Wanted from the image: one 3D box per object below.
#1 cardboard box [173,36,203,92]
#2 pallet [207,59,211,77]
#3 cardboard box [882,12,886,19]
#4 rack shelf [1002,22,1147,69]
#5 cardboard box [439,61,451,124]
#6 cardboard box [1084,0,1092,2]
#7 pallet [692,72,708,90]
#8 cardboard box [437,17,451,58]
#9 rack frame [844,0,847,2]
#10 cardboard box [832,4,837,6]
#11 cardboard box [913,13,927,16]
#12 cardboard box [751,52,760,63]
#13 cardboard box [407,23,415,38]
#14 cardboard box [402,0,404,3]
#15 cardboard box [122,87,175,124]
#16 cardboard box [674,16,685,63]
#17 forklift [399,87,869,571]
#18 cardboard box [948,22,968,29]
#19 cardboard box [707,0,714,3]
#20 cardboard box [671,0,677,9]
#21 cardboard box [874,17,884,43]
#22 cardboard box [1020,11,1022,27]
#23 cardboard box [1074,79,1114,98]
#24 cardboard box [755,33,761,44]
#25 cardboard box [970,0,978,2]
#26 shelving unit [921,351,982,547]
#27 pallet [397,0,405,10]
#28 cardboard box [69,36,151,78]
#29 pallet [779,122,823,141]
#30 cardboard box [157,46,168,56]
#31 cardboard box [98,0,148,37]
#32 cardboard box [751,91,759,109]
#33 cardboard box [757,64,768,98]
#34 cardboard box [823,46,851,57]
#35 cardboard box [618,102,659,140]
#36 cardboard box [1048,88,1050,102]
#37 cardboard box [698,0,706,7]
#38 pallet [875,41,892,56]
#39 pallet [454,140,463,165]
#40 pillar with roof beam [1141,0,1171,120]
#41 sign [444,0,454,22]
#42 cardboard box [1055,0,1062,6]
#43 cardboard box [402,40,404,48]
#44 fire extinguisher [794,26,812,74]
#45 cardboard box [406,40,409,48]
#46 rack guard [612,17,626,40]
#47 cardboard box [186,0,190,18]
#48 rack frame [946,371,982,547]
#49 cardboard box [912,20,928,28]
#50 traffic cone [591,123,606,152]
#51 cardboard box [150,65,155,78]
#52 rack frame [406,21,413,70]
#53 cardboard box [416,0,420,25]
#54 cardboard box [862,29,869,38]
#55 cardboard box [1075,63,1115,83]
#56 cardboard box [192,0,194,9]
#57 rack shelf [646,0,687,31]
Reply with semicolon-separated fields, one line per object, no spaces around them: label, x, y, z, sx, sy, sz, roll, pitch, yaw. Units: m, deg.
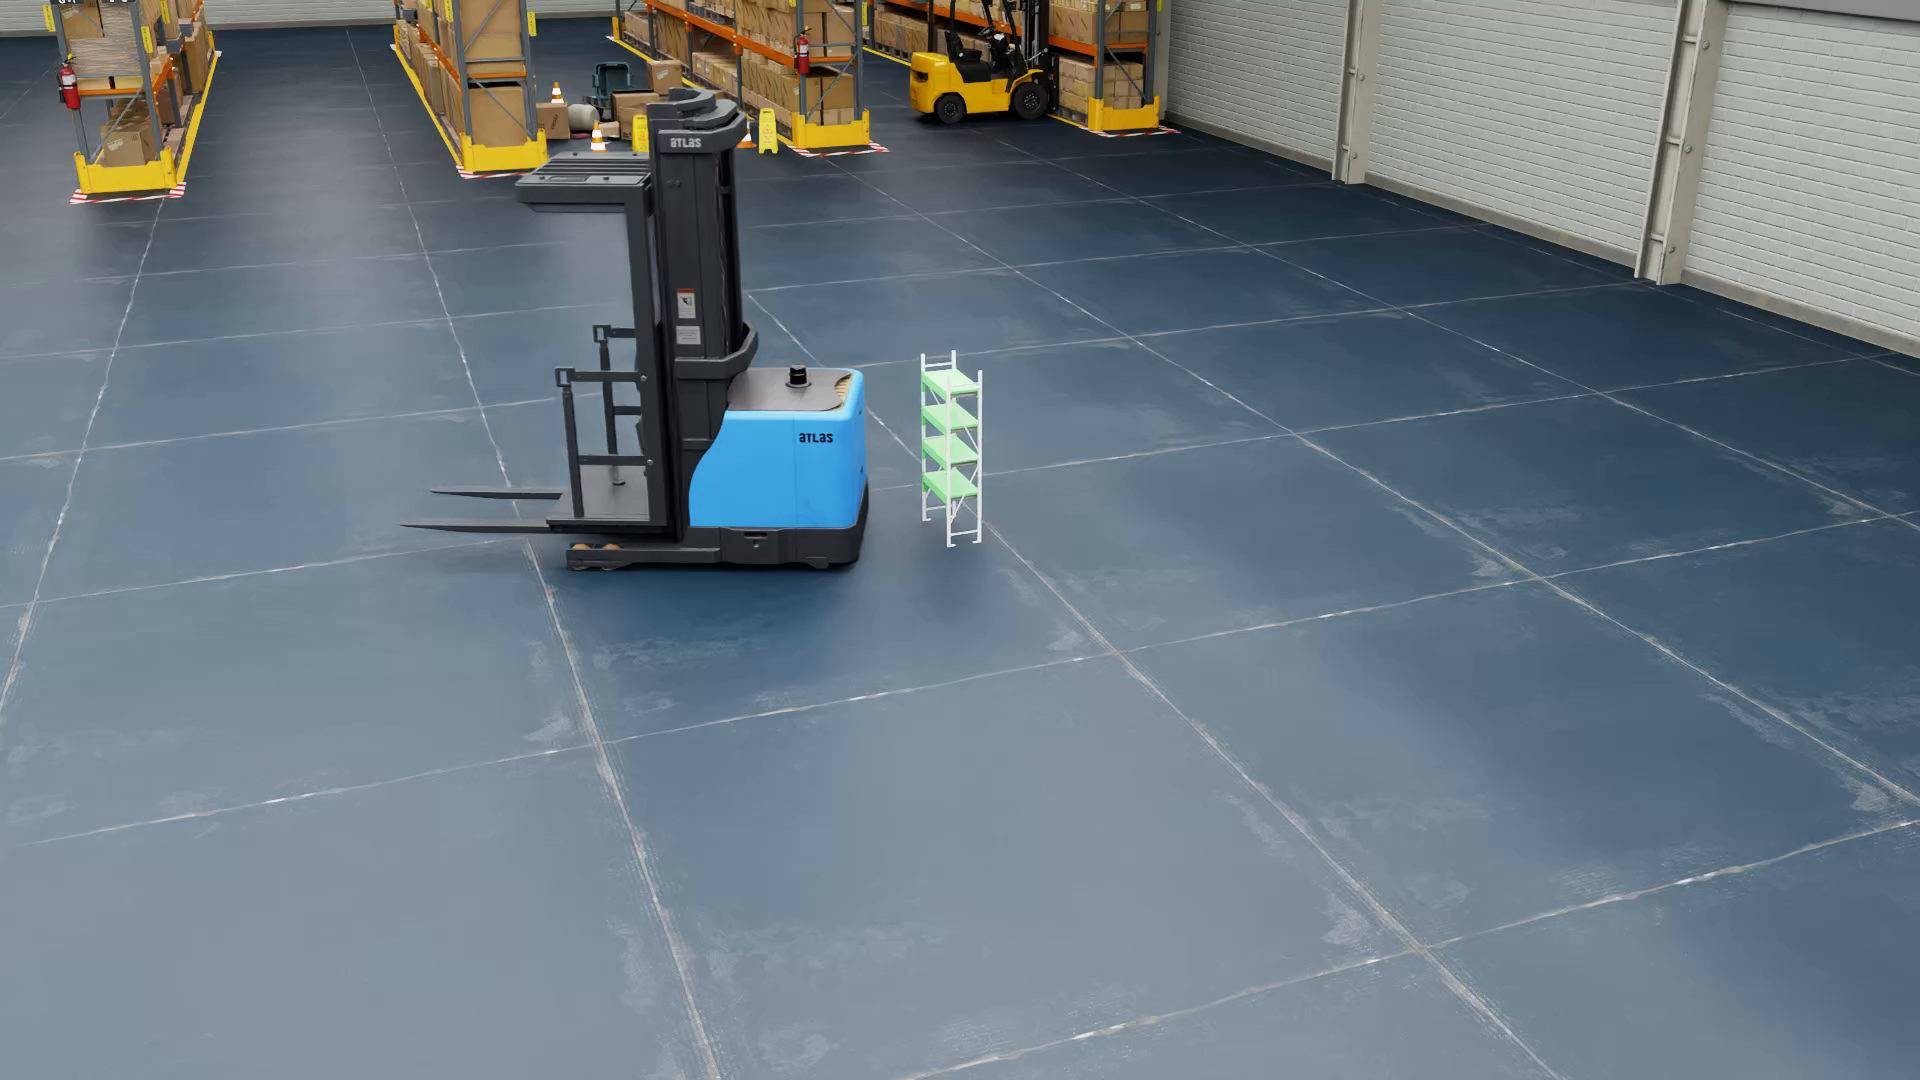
cardboard box;-14.287;-8.502;29.754;1.225;0.875;0.875;-10;25;-21
pallet;-15.671;-9.489;33.492;1.003;0.211;1.213;-8;24;-19
cardboard box;-1.514;-11.613;36.783;0.380;0.149;0.250;-9;24;-20
rack shelf;1.970;-8.564;28.633;1.077;0.370;4.000;-8;24;-19
cardboard box;-7.817;-7.200;26.666;0.875;0.875;0.875;-8;24;-18
cardboard box;2.237;-8.838;27.009;0.380;0.149;0.250;-8;24;-19
pallet;-4.517;-8.824;31.914;1.003;0.211;1.213;-8;24;-19
cardboard box;-7.536;-7.752;25.586;0.875;0.550;0.550;-8;24;-19
rack frame;-2.975;-13.982;40.563;1.000;3.000;0.127;-8;24;-19
cardboard box;-2.240;-8.253;26.456;0.500;0.500;0.500;-9;24;-20
cardboard box;-0.809;-11.397;36.270;0.380;0.149;0.250;-8;24;-18
cardboard box;-3.251;-8.019;27.613;0.380;0.149;0.250;-7;24;-17
cardboard box;-10.786;-10.213;33.332;0.500;0.250;0.500;-9;25;-21
cardboard box;-10.349;-10.244;31.475;0.380;0.149;0.250;-9;25;-21
cardboard box;-12.846;-6.857;26.309;0.700;0.500;0.500;-10;25;-23
cardboard box;-5.269;-10.195;33.771;0.875;0.875;0.875;-8;24;-18
forklift;-2.164;-1.357;10.697;3.031;2.935;1.130;1;23;2
cardboard box;-0.042;-10.648;34.495;0.380;0.149;0.250;-7;24;-16
cardboard box;-4.295;-10.011;30.089;0.500;0.500;0.500;-9;25;-21
cardboard box;-5.408;-10.656;32.863;0.500;0.250;0.500;-8;24;-18
cardboard box;-1.602;-11.364;37.028;0.500;0.500;0.500;-7;24;-17
cardboard box;1.376;-9.284;29.287;0.500;0.500;0.500;-8;24;-18
cardboard box;2.213;-7.460;27.443;0.500;0.250;0.500;-9;24;-20
cardboard box;-3.124;-8.200;27.166;0.380;0.149;0.250;-8;24;-19
cardboard box;0.488;-10.299;31.373;0.500;0.250;0.500;-8;24;-18
shelving unit;-0.058;-0.613;11.160;0.258;1.200;0.503;-8;24;-19
pallet;-10.666;-10.745;33.128;1.003;0.211;1.213;-8;24;-19
cardboard box;-11.405;-6.514;22.330;0.875;0.500;0.500;-8;24;-19
pallet;-2.246;-6.529;26.469;1.003;0.211;1.213;-8;24;-19
cardboard box;-12.299;-7.427;25.332;0.380;0.149;0.250;-8;24;-19
cardboard box;-11.176;-7.008;22.216;0.500;0.500;0.500;-8;24;-19
cardboard box;-3.223;-7.422;27.998;0.500;0.250;0.500;-7;24;-16
cardboard box;-3.041;-7.579;27.404;0.500;0.500;0.500;-7;24;-16
cardboard box;-1.892;-7.523;25.559;0.380;0.149;0.250;-8;24;-19
cardboard box;-4.954;-6.627;26.325;0.637;0.503;0.797;12;26;27
cardboard box;1.676;-7.773;28.830;0.500;0.250;0.500;-8;24;-17
cardboard box;-4.651;-10.012;30.924;0.380;0.149;0.250;-8;24;-19
pallet;-1.240;-10.954;36.967;1.003;0.211;1.213;-8;24;-19
pallet;-6.916;-5.765;24.657;1.003;0.211;1.213;-8;24;-19
pillar with roof beam;-0.753;-10.719;25.096;9.100;9.000;0.400;-8;24;-19
sign;-7.073;-7.344;23.016;0.100;0.325;0.005;-8;24;-19
cardboard box;1.816;-9.064;27.929;0.380;0.149;0.250;-8;24;-19
cardboard box;-11.890;-10.767;36.062;0.380;0.149;0.250;-10;25;-22
fire extinguisher;-2.356;-7.346;24.917;0.296;0.674;0.183;-8;24;-19
cardboard box;-11.316;-10.315;34.608;0.380;0.149;0.250;-10;25;-22
rack guard;-7.626;-12.157;39.450;1.175;0.500;0.348;-8;24;-19
cardboard box;-14.695;-10.031;31.058;0.500;0.500;0.500;-9;24;-20
rack frame;0.028;-0.524;10.949;0.240;1.200;0.015;-8;24;-19
cardboard box;-0.789;-10.860;34.996;0.380;0.149;0.250;-8;24;-17
traffic cone;-5.420;-5.989;24.865;0.336;0.463;0.334;-8;24;-19
cardboard box;-11.448;-6.513;23.165;0.380;0.149;0.250;-8;24;-19
rack frame;-10.800;-11.131;33.797;1.000;3.000;0.127;-8;24;-19
cardboard box;-9.481;-9.523;29.854;0.500;0.500;0.500;-8;24;-18
cardboard box;-2.034;-11.571;37.971;0.380;0.149;0.250;-9;25;-21
cardboard box;2.222;-7.681;27.323;0.500;0.250;0.500;-8;24;-17
cardboard box;-15.269;-10.524;32.681;0.380;0.149;0.250;-8;24;-19
rack shelf;-5.498;-10.788;33.911;1.077;0.370;4.000;-8;24;-19
